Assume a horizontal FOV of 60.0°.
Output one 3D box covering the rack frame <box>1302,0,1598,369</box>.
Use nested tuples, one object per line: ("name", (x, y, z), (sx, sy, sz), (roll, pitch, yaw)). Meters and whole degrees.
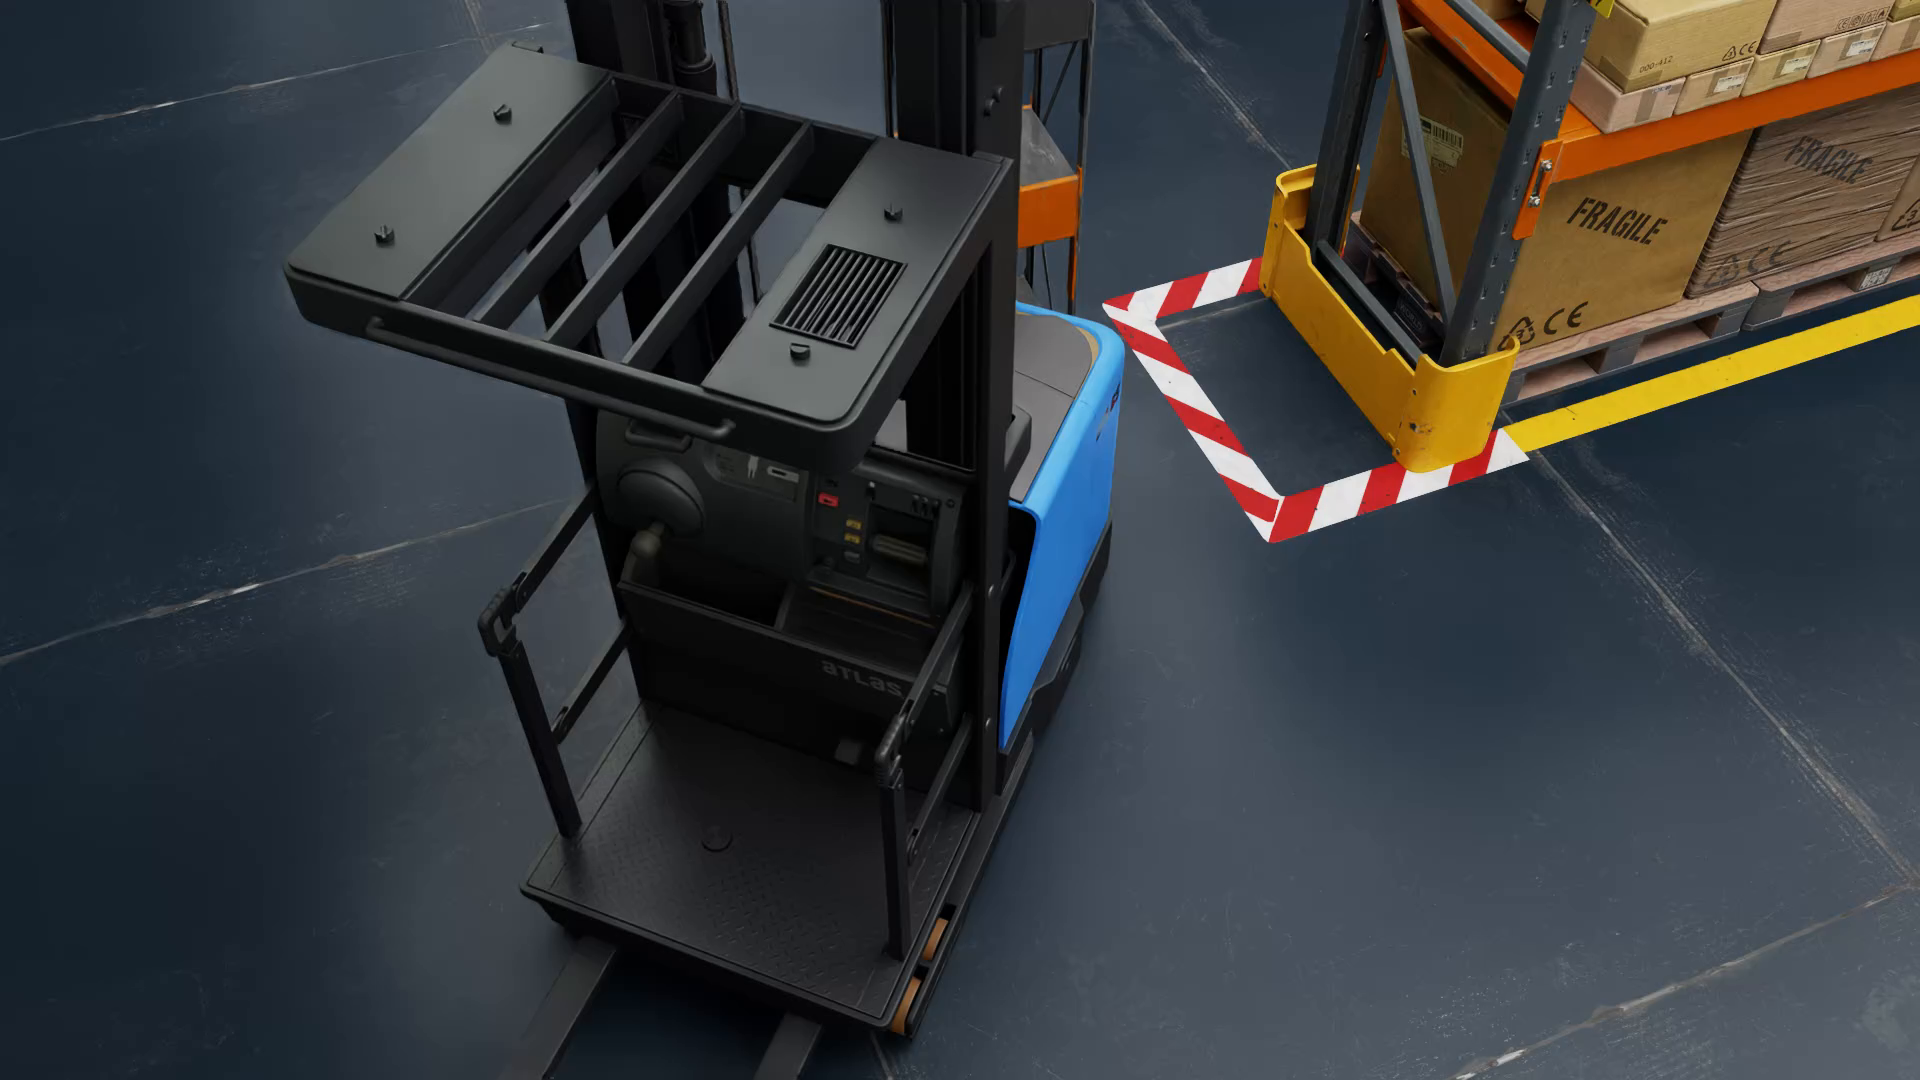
("rack frame", (1.570, -1.668, 5.205), (0.127, 3.000, 1.000), (-17, 52, -14))

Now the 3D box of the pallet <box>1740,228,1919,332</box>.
("pallet", (3.408, -1.390, 6.805), (1.213, 0.211, 1.003), (-17, 52, -14))

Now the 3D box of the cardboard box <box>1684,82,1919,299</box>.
("cardboard box", (2.975, -1.613, 6.282), (0.875, 0.875, 0.875), (-17, 52, -14))

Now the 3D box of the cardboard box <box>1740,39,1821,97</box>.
("cardboard box", (2.497, -1.604, 5.316), (0.250, 0.149, 0.380), (-18, 52, -15))

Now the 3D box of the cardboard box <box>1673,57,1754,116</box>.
("cardboard box", (2.260, -1.530, 5.253), (0.250, 0.149, 0.380), (-18, 52, -15))

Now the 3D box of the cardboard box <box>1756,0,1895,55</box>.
("cardboard box", (2.595, -1.817, 5.236), (0.500, 0.250, 0.500), (-18, 52, -15))

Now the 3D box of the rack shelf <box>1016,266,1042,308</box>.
("rack shelf", (0.074, -0.578, 5.803), (0.480, 0.518, 0.431), (-15, 51, -13))

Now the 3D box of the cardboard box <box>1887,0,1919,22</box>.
("cardboard box", (3.062, -1.959, 5.358), (0.500, 0.250, 0.500), (-19, 52, -15))

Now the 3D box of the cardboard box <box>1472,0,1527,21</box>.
("cardboard box", (1.775, -1.919, 5.587), (0.250, 0.149, 0.380), (-16, 51, -14))

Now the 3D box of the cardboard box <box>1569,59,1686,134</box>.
("cardboard box", (2.023, -1.456, 5.189), (0.250, 0.149, 0.380), (-17, 51, -14))

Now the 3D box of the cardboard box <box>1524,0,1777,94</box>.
("cardboard box", (2.116, -1.664, 5.104), (0.500, 0.250, 0.500), (-18, 52, -15))

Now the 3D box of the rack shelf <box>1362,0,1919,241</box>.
("rack shelf", (3.421, -2.007, 5.971), (4.000, 0.370, 1.077), (-17, 52, -14))

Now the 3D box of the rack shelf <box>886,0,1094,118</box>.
("rack shelf", (0.074, -1.490, 4.741), (0.480, 0.518, 0.431), (-15, 51, -13))

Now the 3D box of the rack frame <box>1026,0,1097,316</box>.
("rack frame", (0.304, -1.105, 5.315), (0.015, 2.100, 0.400), (-15, 51, -13))

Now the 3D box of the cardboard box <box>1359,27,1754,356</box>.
("cardboard box", (2.132, -1.352, 6.058), (0.875, 0.875, 0.875), (-17, 52, -14))

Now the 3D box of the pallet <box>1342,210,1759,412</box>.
("pallet", (2.281, -1.043, 6.507), (1.213, 0.211, 1.003), (-17, 52, -14))

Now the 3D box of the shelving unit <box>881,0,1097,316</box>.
("shelving unit", (0.074, -1.043, 5.261), (0.503, 2.100, 0.431), (-15, 51, -13))

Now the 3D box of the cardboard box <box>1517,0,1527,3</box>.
("cardboard box", (1.918, -2.041, 5.428), (0.500, 0.250, 0.500), (-18, 52, -15))

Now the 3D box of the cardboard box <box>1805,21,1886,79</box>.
("cardboard box", (2.738, -1.680, 5.381), (0.250, 0.149, 0.380), (-18, 52, -15))

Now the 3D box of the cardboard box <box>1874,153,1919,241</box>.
("cardboard box", (3.799, -1.868, 6.501), (0.875, 0.875, 0.875), (-17, 52, -14))

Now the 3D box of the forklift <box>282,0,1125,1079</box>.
("forklift", (-0.516, 0.030, 3.792), (1.130, 2.935, 3.031), (17, 51, 14))

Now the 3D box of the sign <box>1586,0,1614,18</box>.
("sign", (1.774, -1.584, 4.510), (0.005, 0.325, 0.100), (-17, 52, -14))

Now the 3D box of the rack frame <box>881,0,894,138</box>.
("rack frame", (-0.155, -0.980, 5.207), (0.015, 2.100, 0.400), (-15, 51, -13))

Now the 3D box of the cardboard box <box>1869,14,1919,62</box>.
("cardboard box", (2.974, -1.752, 5.443), (0.250, 0.149, 0.380), (-18, 52, -15))

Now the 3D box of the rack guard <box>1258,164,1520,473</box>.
("rack guard", (1.548, -0.846, 6.147), (0.348, 0.500, 1.175), (-17, 52, -14))

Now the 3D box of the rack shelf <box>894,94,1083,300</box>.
("rack shelf", (0.074, -1.034, 5.272), (0.480, 0.518, 0.431), (-15, 51, -13))
